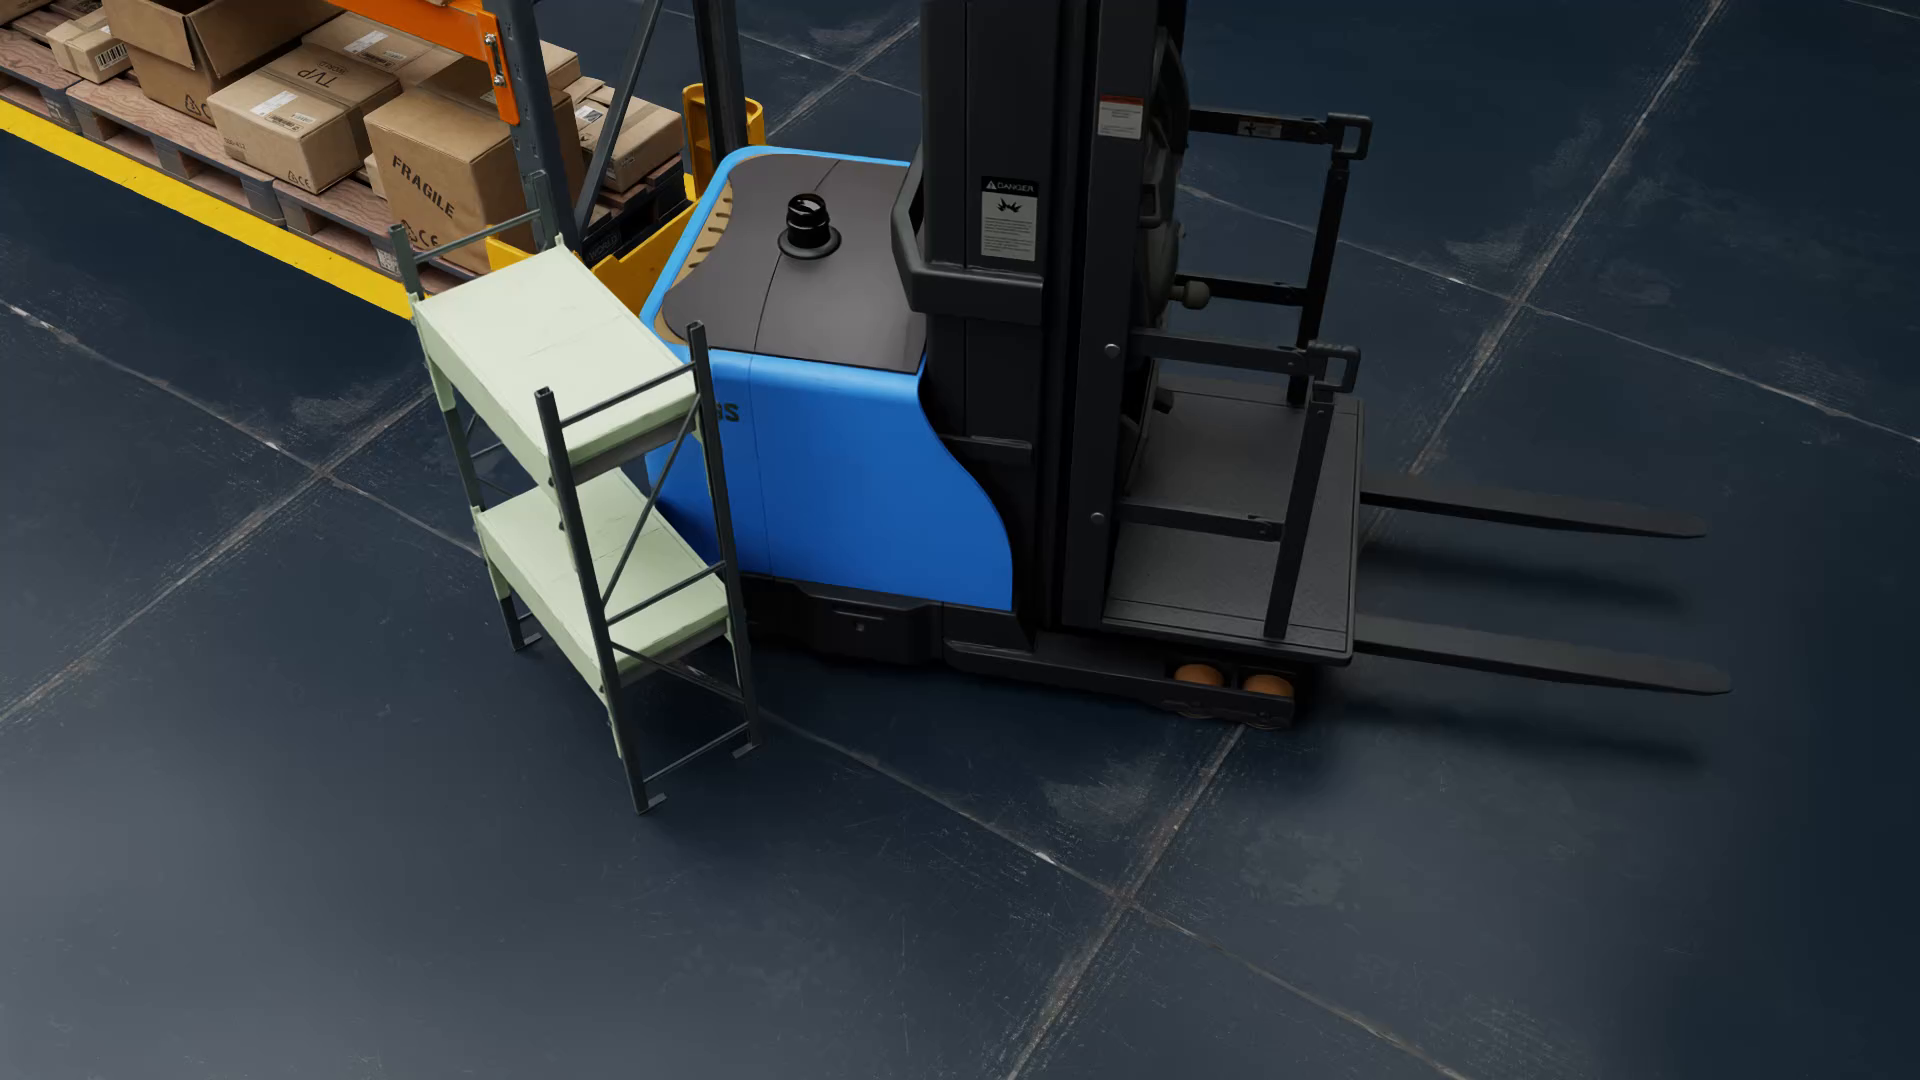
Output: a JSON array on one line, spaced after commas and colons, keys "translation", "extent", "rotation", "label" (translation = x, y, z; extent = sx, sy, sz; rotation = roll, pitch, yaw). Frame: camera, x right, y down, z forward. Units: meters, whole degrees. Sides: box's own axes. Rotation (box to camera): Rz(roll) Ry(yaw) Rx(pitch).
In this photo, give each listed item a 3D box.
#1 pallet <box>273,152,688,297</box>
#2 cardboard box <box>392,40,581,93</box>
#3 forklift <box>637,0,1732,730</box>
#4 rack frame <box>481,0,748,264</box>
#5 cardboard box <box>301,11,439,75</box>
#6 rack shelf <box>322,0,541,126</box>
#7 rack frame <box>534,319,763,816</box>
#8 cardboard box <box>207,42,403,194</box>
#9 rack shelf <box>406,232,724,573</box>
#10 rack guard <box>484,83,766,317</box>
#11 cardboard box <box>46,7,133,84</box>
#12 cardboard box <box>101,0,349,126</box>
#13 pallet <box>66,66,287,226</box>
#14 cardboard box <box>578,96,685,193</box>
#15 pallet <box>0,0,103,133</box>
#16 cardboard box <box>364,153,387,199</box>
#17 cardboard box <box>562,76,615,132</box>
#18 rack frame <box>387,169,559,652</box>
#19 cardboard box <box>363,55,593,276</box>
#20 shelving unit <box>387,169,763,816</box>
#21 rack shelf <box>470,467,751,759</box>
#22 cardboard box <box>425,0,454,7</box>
[{"translation": [-1.830, -1.337, 6.403], "extent": [1.213, 0.211, 1.003], "rotation": [25, 51, 22], "label": "pallet"}, {"translation": [-1.820, -1.742, 6.462], "extent": [0.500, 0.250, 0.500], "rotation": [25, 51, 22], "label": "cardboard box"}, {"translation": [0.688, -0.901, 4.081], "extent": [3.031, 2.935, 1.130], "rotation": [8, 46, 8], "label": "forklift"}, {"translation": [-1.095, -1.972, 5.074], "extent": [0.127, 3.000, 1.000], "rotation": [25, 51, 22], "label": "rack frame"}, {"translation": [-2.241, -1.936, 6.650], "extent": [0.500, 0.250, 0.500], "rotation": [25, 51, 22], "label": "cardboard box"}, {"translation": [-2.778, -2.495, 6.085], "extent": [4.000, 0.370, 1.077], "rotation": [25, 51, 22], "label": "rack shelf"}, {"translation": [-0.721, 0.134, 4.074], "extent": [0.400, 1.500, 0.023], "rotation": [-29, 52, -25], "label": "rack frame"}, {"translation": [-2.469, -1.615, 6.338], "extent": [0.500, 0.250, 0.500], "rotation": [25, 51, 22], "label": "cardboard box"}, {"translation": [-0.943, -0.347, 3.997], "extent": [0.431, 0.370, 0.720], "rotation": [-29, 52, -25], "label": "rack shelf"}, {"translation": [-1.159, -1.130, 6.000], "extent": [0.348, 0.500, 1.175], "rotation": [25, 51, 22], "label": "rack guard"}, {"translation": [-3.492, -2.064, 6.833], "extent": [0.250, 0.166, 0.380], "rotation": [25, 51, 22], "label": "cardboard box"}, {"translation": [-2.878, -2.079, 6.613], "extent": [0.637, 0.503, 0.797], "rotation": [25, 51, 22], "label": "cardboard box"}, {"translation": [-2.853, -1.810, 6.862], "extent": [1.213, 0.211, 1.003], "rotation": [25, 51, 22], "label": "pallet"}, {"translation": [-1.262, -1.501, 6.298], "extent": [0.250, 0.149, 0.380], "rotation": [25, 51, 22], "label": "cardboard box"}, {"translation": [-3.884, -2.282, 7.321], "extent": [1.213, 0.211, 1.003], "rotation": [25, 51, 22], "label": "pallet"}, {"translation": [-1.978, -1.411, 6.198], "extent": [0.250, 0.166, 0.380], "rotation": [25, 51, 22], "label": "cardboard box"}, {"translation": [-1.472, -1.604, 6.386], "extent": [0.250, 0.166, 0.380], "rotation": [25, 51, 22], "label": "cardboard box"}, {"translation": [-1.165, -0.283, 4.479], "extent": [0.400, 1.500, 0.023], "rotation": [-29, 52, -25], "label": "rack frame"}, {"translation": [-1.685, -1.316, 5.873], "extent": [0.500, 0.500, 0.500], "rotation": [25, 51, 22], "label": "cardboard box"}, {"translation": [-0.943, -0.075, 4.277], "extent": [0.431, 1.500, 0.755], "rotation": [-29, 52, -25], "label": "shelving unit"}, {"translation": [-0.943, 0.153, 4.510], "extent": [0.431, 0.370, 0.720], "rotation": [-29, 52, -25], "label": "rack shelf"}, {"translation": [-1.619, -2.016, 5.047], "extent": [0.500, 0.500, 0.500], "rotation": [26, 51, 23], "label": "cardboard box"}]
